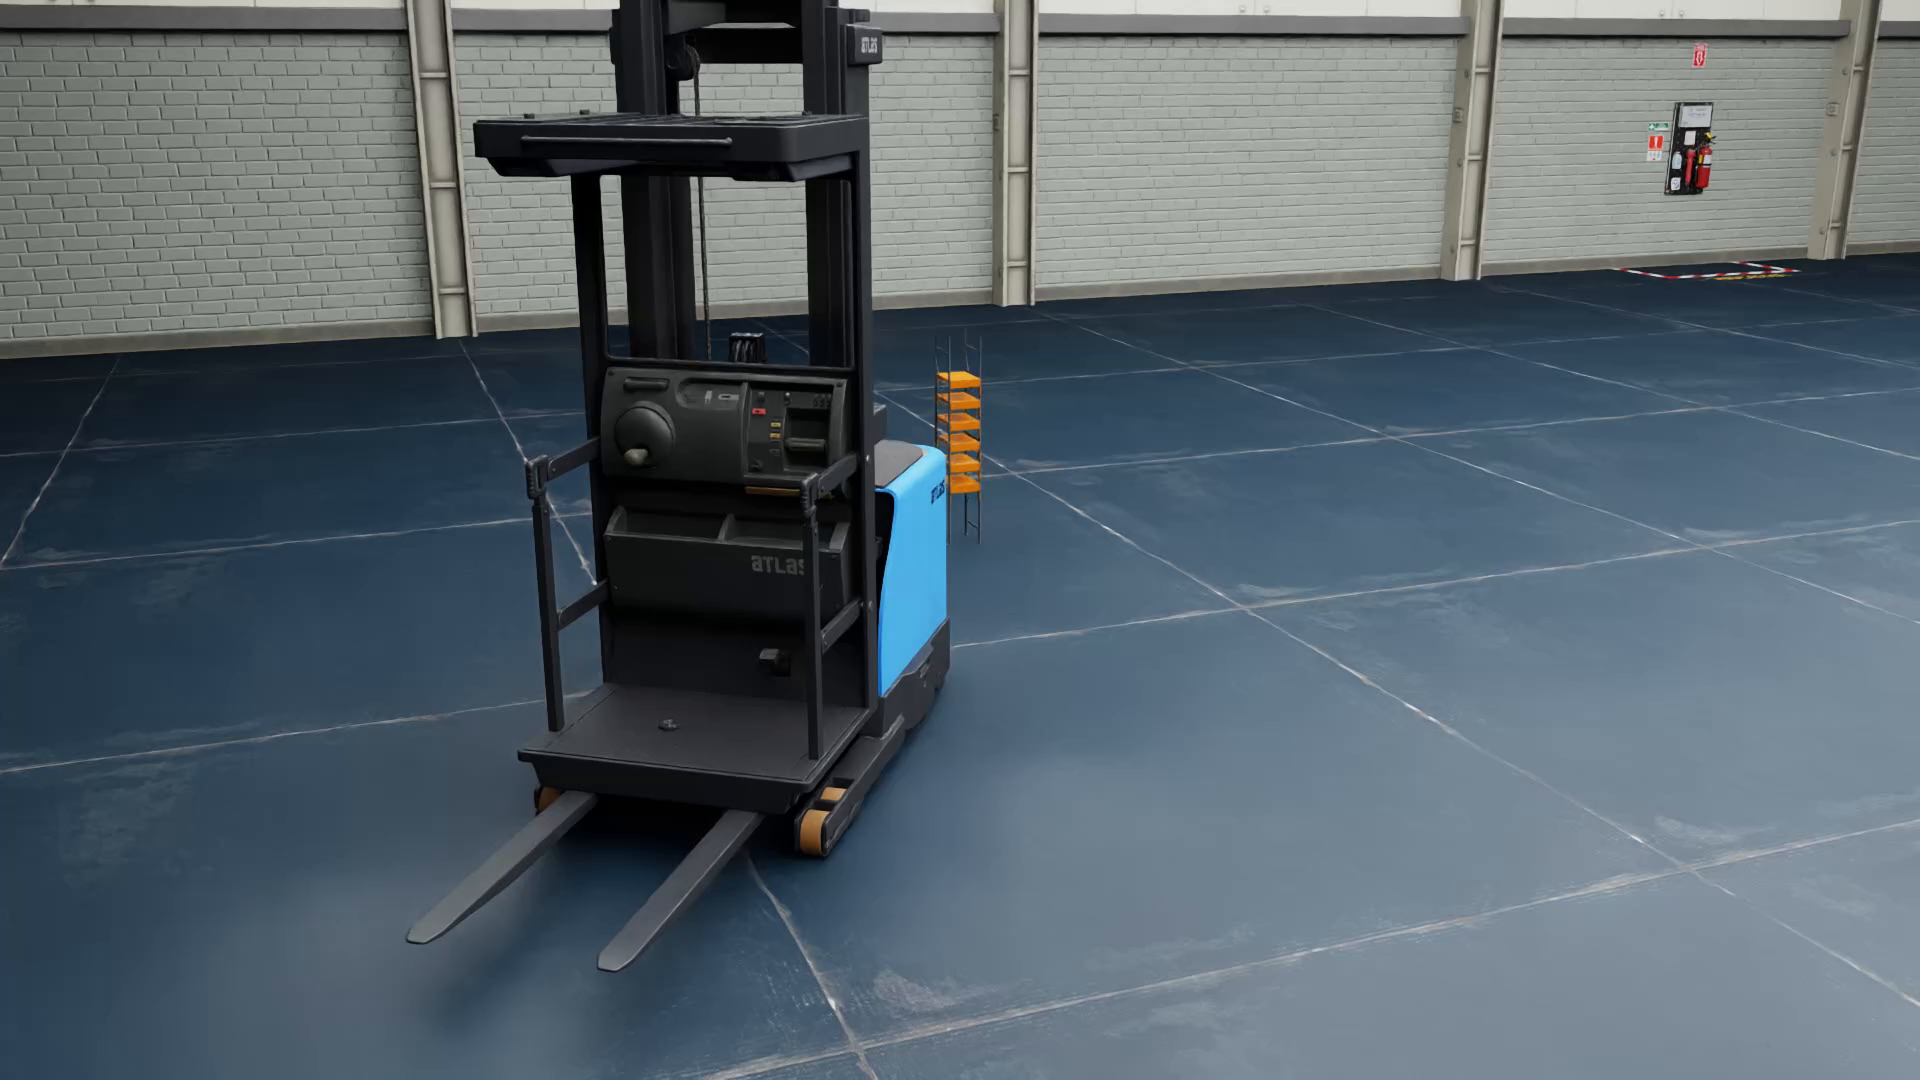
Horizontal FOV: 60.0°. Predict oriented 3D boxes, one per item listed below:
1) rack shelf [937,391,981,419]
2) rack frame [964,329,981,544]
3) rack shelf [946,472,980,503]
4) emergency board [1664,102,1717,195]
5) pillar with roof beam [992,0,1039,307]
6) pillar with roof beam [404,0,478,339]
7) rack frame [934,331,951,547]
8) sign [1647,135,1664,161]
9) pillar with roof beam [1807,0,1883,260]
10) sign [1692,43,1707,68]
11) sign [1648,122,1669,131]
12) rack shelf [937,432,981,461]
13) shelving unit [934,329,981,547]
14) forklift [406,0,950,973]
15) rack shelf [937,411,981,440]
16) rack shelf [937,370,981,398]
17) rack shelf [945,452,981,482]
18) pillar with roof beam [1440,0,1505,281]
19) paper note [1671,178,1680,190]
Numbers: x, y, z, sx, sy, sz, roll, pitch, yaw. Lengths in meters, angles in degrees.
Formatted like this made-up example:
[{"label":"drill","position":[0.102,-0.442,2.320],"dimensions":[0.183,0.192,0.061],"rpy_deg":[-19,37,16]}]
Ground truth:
[{"label":"rack shelf","position":[-0.014,-0.762,9.369],"dimensions":[0.180,0.103,0.258],"rpy_deg":[-6,17,-20]},{"label":"rack frame","position":[0.072,-0.583,9.456],"dimensions":[0.006,1.200,0.240],"rpy_deg":[-6,17,-20]},{"label":"rack shelf","position":[-0.014,-0.301,9.504],"dimensions":[0.180,0.103,0.258],"rpy_deg":[-6,17,-20]},{"label":"emergency board","position":[9.482,-5.045,21.455],"dimensions":[0.643,1.169,0.194],"rpy_deg":[-6,17,-20]},{"label":"pillar with roof beam","position":[2.138,-5.820,13.447],"dimensions":[0.400,9.000,9.100],"rpy_deg":[-6,17,-20]},{"label":"pillar with roof beam","position":[-3.465,-5.215,11.387],"dimensions":[0.400,9.000,9.100],"rpy_deg":[-6,17,-20]},{"label":"rack frame","position":[-0.099,-0.565,9.393],"dimensions":[0.006,1.200,0.240],"rpy_deg":[-6,17,-20]},{"label":"sign","position":[8.928,-5.034,21.353],"dimensions":[0.234,0.329,0.001],"rpy_deg":[-6,17,-20]},{"label":"pillar with roof beam","position":[13.343,-7.030,17.567],"dimensions":[0.400,9.000,9.100],"rpy_deg":[-6,17,-20]},{"label":"sign","position":[9.438,-6.183,21.215],"dimensions":[0.199,0.298,0.001],"rpy_deg":[-6,17,-20]},{"label":"sign","position":[8.936,-5.286,21.272],"dimensions":[0.331,0.109,0.001],"rpy_deg":[-6,17,-20]},{"label":"rack shelf","position":[-0.014,-0.532,9.437],"dimensions":[0.180,0.103,0.258],"rpy_deg":[-6,17,-20]},{"label":"shelving unit","position":[-0.014,-0.574,9.424],"dimensions":[0.189,1.200,0.258],"rpy_deg":[-6,17,-20]},{"label":"forklift","position":[-0.911,-0.416,5.813],"dimensions":[1.130,2.935,3.031],"rpy_deg":[4,17,14]},{"label":"rack shelf","position":[-0.014,-0.647,9.403],"dimensions":[0.180,0.103,0.258],"rpy_deg":[-6,17,-20]},{"label":"rack shelf","position":[-0.014,-0.877,9.335],"dimensions":[0.180,0.103,0.258],"rpy_deg":[-6,17,-20]},{"label":"rack shelf","position":[-0.014,-0.416,9.471],"dimensions":[0.180,0.103,0.258],"rpy_deg":[-6,17,-20]},{"label":"pillar with roof beam","position":[7.741,-6.425,15.507],"dimensions":[0.400,9.000,9.100],"rpy_deg":[-6,17,-20]},{"label":"paper note","position":[9.292,-4.623,21.581],"dimensions":[0.142,0.148,0.016],"rpy_deg":[-6,17,-20]}]
